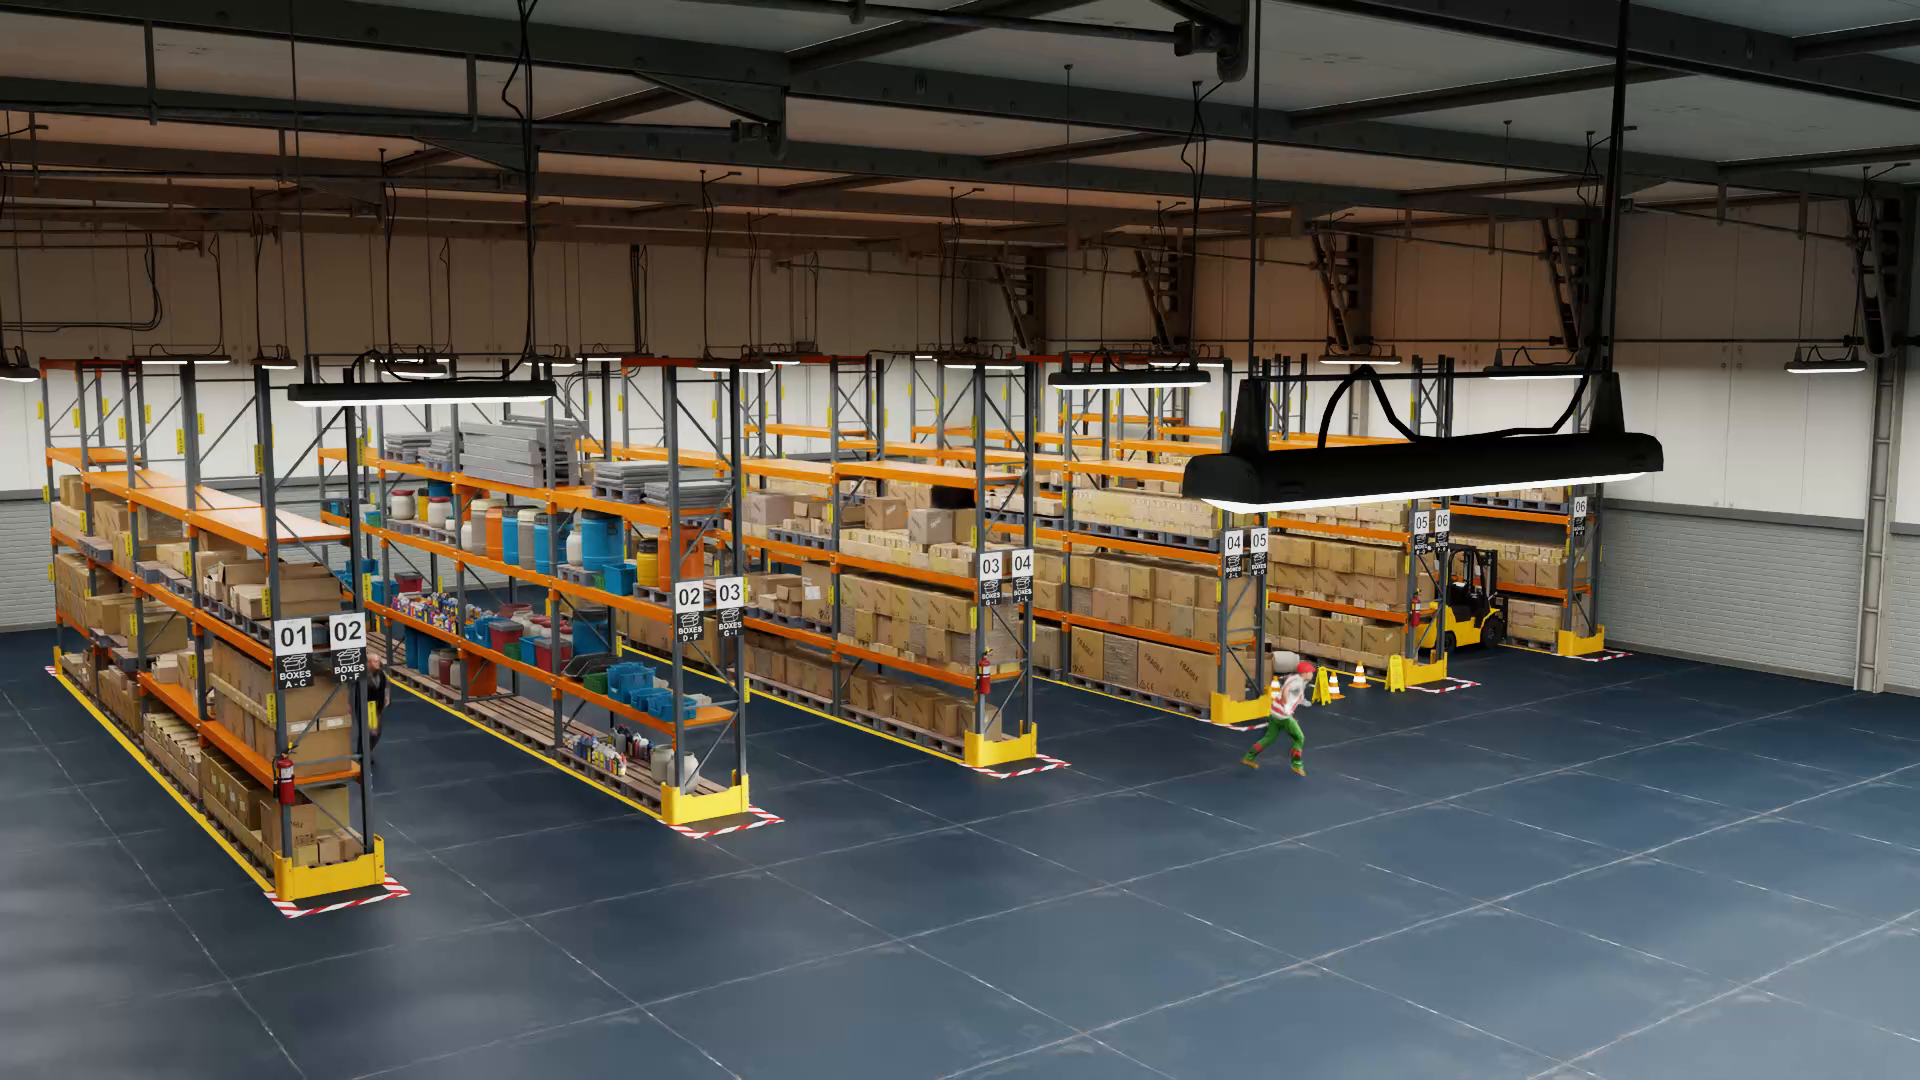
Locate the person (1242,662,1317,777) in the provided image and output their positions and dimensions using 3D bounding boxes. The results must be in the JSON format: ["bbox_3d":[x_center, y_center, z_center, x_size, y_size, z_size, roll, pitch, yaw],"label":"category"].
[{"bbox_3d":[4.639,2.622,24.167,1.054,1.732,0.706,0,7,2],"label":"person"}]

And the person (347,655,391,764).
[{"bbox_3d":[-8.780,2.529,24.809,0.597,1.663,0.662,5,8,33],"label":"person"}]
